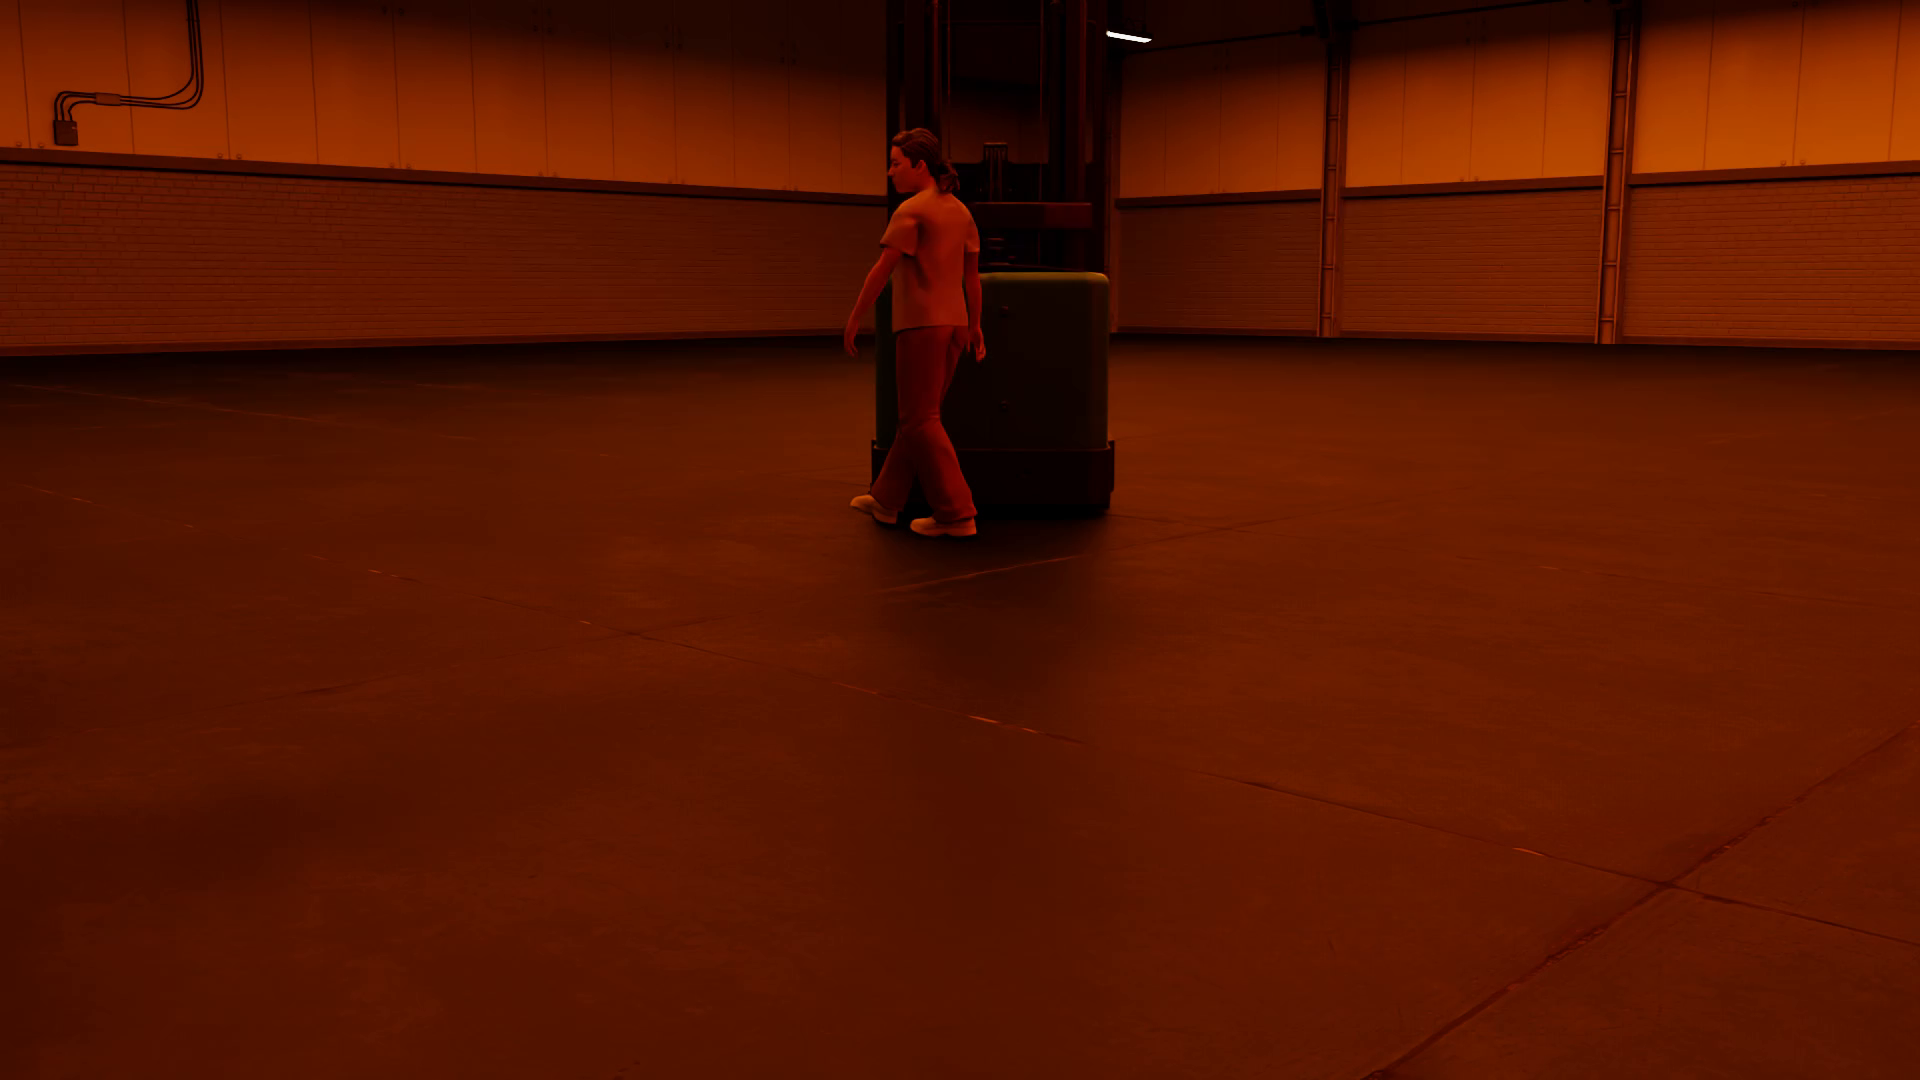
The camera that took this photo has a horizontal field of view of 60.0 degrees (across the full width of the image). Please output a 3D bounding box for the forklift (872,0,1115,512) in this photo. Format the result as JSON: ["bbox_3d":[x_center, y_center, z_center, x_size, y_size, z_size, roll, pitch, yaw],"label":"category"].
[{"bbox_3d":[0.187,-1.759,8.558,1.130,2.935,3.031,0,9,2],"label":"forklift"}]

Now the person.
[{"bbox_3d":[-0.228,-0.855,6.885,0.742,1.648,0.642,5,10,32],"label":"person"}]
